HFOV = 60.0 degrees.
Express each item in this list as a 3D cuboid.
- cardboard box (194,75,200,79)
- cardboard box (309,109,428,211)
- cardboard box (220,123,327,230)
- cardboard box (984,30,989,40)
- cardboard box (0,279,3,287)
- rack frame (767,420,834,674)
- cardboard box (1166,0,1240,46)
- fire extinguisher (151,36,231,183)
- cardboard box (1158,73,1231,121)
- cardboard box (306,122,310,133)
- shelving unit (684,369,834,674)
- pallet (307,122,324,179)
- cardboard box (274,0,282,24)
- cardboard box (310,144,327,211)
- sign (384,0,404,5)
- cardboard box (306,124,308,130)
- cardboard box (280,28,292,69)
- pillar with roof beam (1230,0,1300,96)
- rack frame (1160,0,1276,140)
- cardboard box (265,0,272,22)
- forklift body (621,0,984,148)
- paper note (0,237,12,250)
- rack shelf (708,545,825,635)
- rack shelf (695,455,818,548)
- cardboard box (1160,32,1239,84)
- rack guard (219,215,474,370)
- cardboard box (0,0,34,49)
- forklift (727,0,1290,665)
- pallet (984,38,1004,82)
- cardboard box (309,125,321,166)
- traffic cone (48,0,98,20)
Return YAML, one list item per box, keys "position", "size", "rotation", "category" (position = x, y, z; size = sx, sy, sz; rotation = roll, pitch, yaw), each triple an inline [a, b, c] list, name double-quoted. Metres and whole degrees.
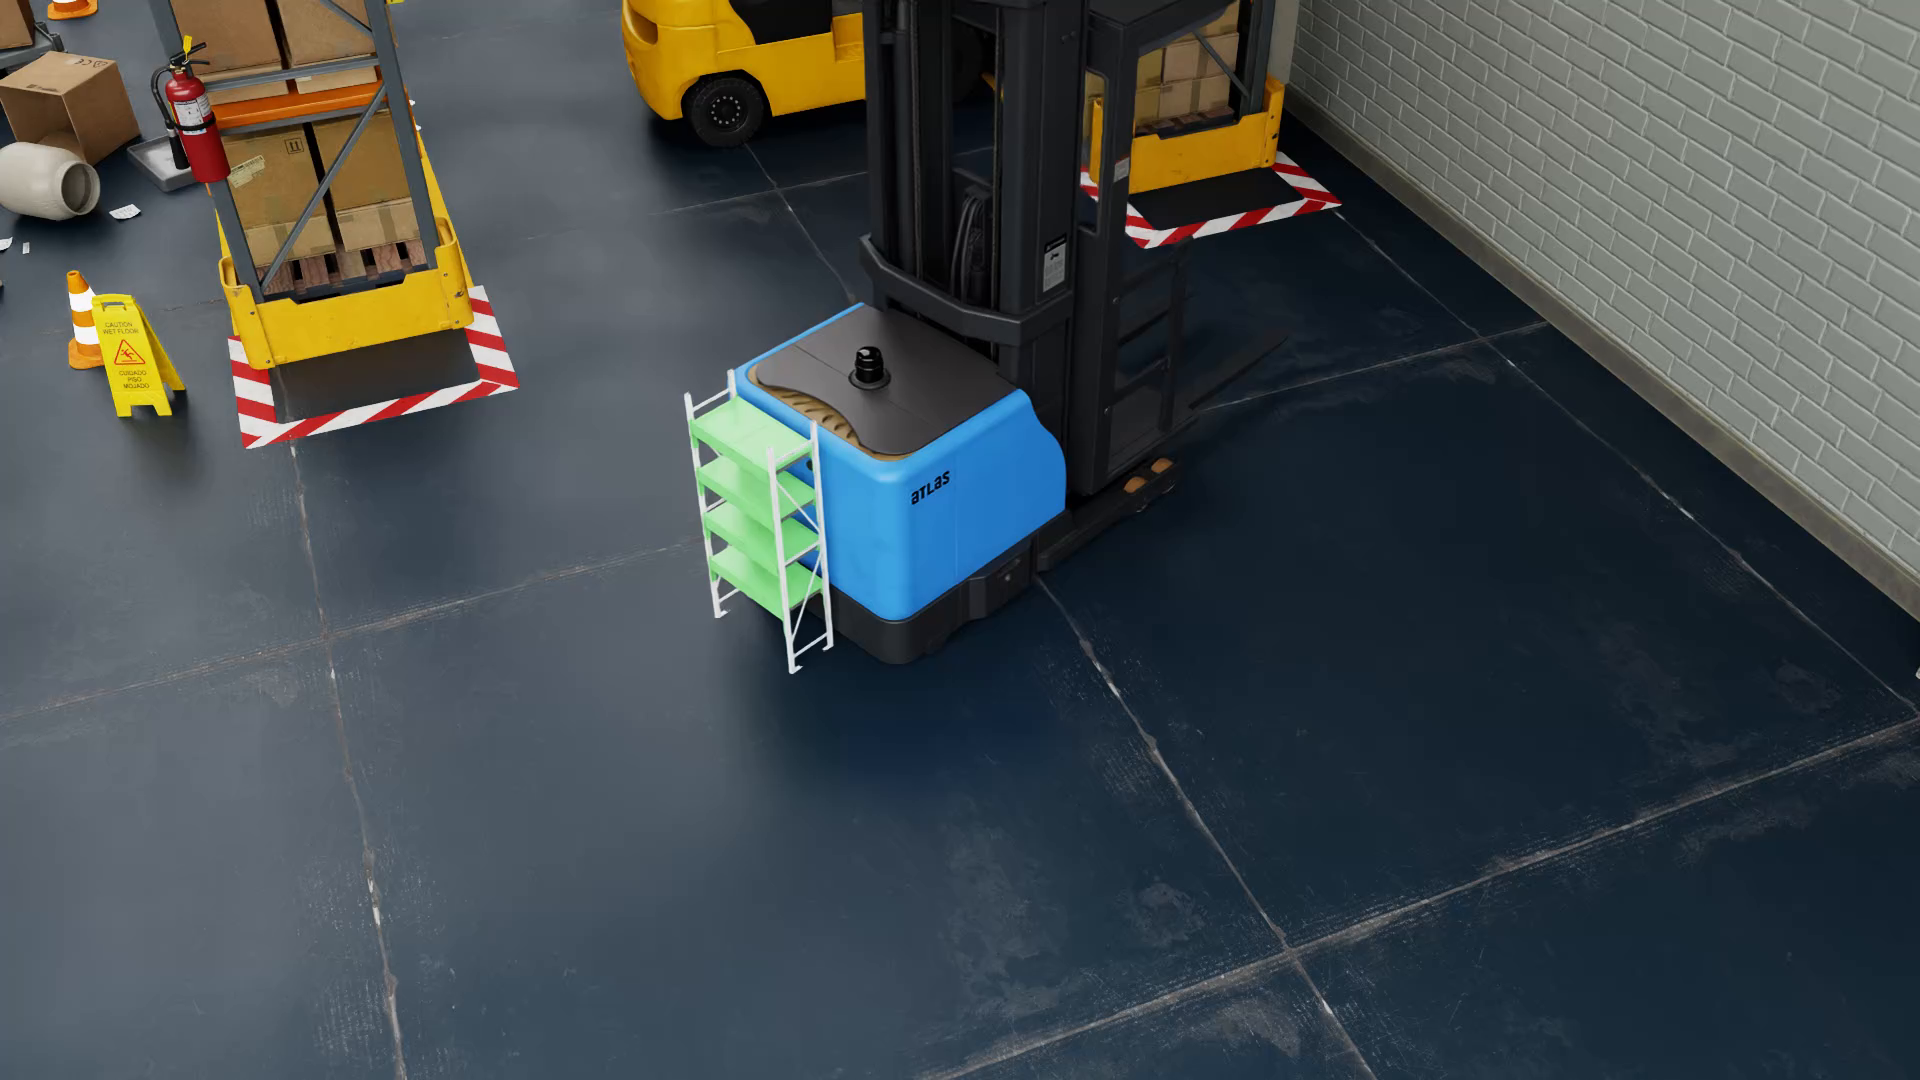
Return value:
- position: [-3.744, -2.421, 8.376]
  size: [0.380, 0.149, 0.250]
  rotation: [-16, 43, -17]
  category: "cardboard box"
- position: [-3.267, -2.190, 9.126]
  size: [0.500, 0.500, 0.500]
  rotation: [-16, 43, -18]
  category: "cardboard box"
- position: [-3.752, -2.038, 8.950]
  size: [0.500, 0.500, 0.500]
  rotation: [-15, 43, -17]
  category: "cardboard box"
- position: [0.325, -3.694, 11.450]
  size: [0.500, 0.250, 0.500]
  rotation: [-14, 43, -16]
  category: "cardboard box"
- position: [-5.572, -1.424, 9.210]
  size: [0.380, 0.149, 0.250]
  rotation: [5, 41, 6]
  category: "cardboard box"
- position: [-0.634, 0.054, 6.685]
  size: [0.015, 1.200, 0.240]
  rotation: [32, 50, 32]
  category: "rack frame"
- position: [1.371, -3.293, 10.217]
  size: [0.500, 0.250, 0.500]
  rotation: [-16, 43, -18]
  category: "cardboard box"
- position: [-3.586, -2.006, 7.760]
  size: [0.296, 0.674, 0.183]
  rotation: [-15, 43, -17]
  category: "fire extinguisher"
- position: [1.373, -2.921, 10.552]
  size: [0.500, 0.250, 0.500]
  rotation: [-15, 43, -17]
  category: "cardboard box"
- position: [-4.338, -2.685, 10.278]
  size: [0.500, 0.250, 0.500]
  rotation: [-16, 43, -17]
  category: "cardboard box"
- position: [-0.809, -0.057, 6.813]
  size: [0.503, 1.200, 0.258]
  rotation: [32, 50, 32]
  category: "shelving unit"
- position: [-3.975, -2.440, 10.344]
  size: [1.003, 0.211, 1.213]
  rotation: [-15, 43, -17]
  category: "pallet"
- position: [-3.330, -3.036, 8.594]
  size: [0.500, 0.500, 0.500]
  rotation: [-14, 43, -16]
  category: "cardboard box"
- position: [-3.953, -2.070, 9.562]
  size: [0.500, 0.250, 0.500]
  rotation: [-15, 43, -17]
  category: "cardboard box"
- position: [-2.703, -2.683, 7.824]
  size: [0.100, 0.325, 0.005]
  rotation: [-15, 43, -17]
  category: "sign"
- position: [-4.141, -2.657, 9.670]
  size: [0.500, 0.500, 0.500]
  rotation: [-16, 43, -18]
  category: "cardboard box"
- position: [-3.253, -2.529, 8.502]
  size: [0.380, 0.149, 0.250]
  rotation: [-14, 43, -16]
  category: "cardboard box"
- position: [-2.031, -5.305, 6.936]
  size: [9.100, 9.000, 0.400]
  rotation: [-15, 43, -17]
  category: "pillar with roof beam"
- position: [1.380, -3.460, 9.392]
  size: [1.000, 3.000, 0.127]
  rotation: [-15, 43, -17]
  category: "rack frame"
- position: [-3.854, -2.931, 8.472]
  size: [0.500, 0.500, 0.500]
  rotation: [-15, 43, -17]
  category: "cardboard box"
- position: [-1.031, -3.825, 10.468]
  size: [2.313, 2.155, 1.214]
  rotation: [-15, 43, -17]
  category: "forklift body"
- position: [-5.591, -1.711, 9.644]
  size: [0.148, 0.019, 0.142]
  rotation: [-2, 41, -2]
  category: "paper note"
- position: [-0.808, 0.172, 7.012]
  size: [0.480, 0.148, 0.258]
  rotation: [32, 50, 32]
  category: "rack shelf"
- position: [-0.810, -0.190, 6.698]
  size: [0.480, 0.148, 0.258]
  rotation: [32, 50, 32]
  category: "rack shelf"
- position: [1.392, -3.101, 10.378]
  size: [0.500, 0.250, 0.500]
  rotation: [-14, 43, -16]
  category: "cardboard box"
- position: [-3.233, -1.318, 8.817]
  size: [1.175, 0.500, 0.348]
  rotation: [-15, 43, -17]
  category: "rack guard"
- position: [-6.368, -3.506, 10.782]
  size: [0.500, 0.500, 0.500]
  rotation: [-15, 43, -17]
  category: "cardboard box"
- position: [0.411, -1.454, 7.111]
  size: [1.130, 2.935, 3.031]
  rotation: [32, 50, 32]
  category: "forklift"
- position: [0.586, -3.587, 11.678]
  size: [1.003, 0.211, 1.213]
  rotation: [-15, 43, -17]
  category: "pallet"
- position: [-3.666, -2.526, 10.092]
  size: [0.500, 0.250, 0.500]
  rotation: [-12, 42, -14]
  category: "cardboard box"
- position: [-6.503, -4.065, 12.041]
  size: [0.336, 0.463, 0.334]
  rotation: [-15, 43, -17]
  category: "traffic cone"
